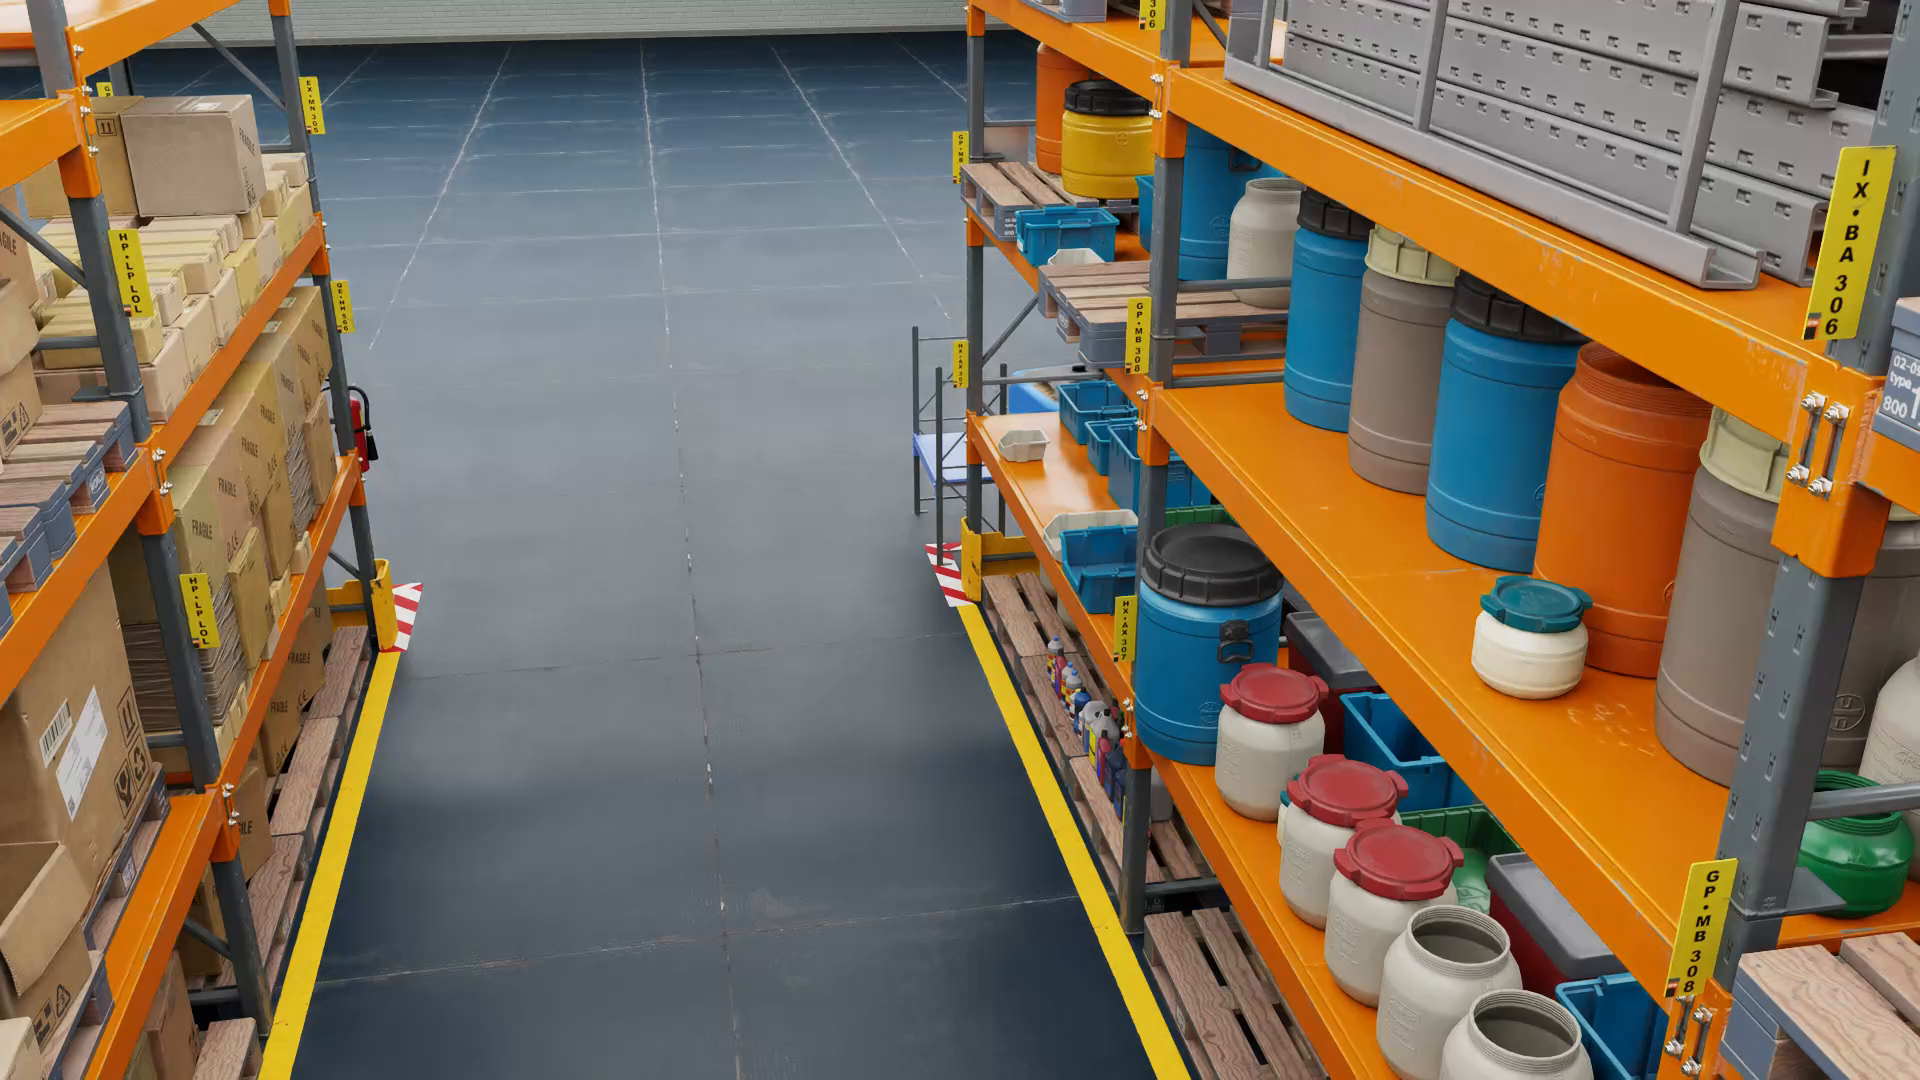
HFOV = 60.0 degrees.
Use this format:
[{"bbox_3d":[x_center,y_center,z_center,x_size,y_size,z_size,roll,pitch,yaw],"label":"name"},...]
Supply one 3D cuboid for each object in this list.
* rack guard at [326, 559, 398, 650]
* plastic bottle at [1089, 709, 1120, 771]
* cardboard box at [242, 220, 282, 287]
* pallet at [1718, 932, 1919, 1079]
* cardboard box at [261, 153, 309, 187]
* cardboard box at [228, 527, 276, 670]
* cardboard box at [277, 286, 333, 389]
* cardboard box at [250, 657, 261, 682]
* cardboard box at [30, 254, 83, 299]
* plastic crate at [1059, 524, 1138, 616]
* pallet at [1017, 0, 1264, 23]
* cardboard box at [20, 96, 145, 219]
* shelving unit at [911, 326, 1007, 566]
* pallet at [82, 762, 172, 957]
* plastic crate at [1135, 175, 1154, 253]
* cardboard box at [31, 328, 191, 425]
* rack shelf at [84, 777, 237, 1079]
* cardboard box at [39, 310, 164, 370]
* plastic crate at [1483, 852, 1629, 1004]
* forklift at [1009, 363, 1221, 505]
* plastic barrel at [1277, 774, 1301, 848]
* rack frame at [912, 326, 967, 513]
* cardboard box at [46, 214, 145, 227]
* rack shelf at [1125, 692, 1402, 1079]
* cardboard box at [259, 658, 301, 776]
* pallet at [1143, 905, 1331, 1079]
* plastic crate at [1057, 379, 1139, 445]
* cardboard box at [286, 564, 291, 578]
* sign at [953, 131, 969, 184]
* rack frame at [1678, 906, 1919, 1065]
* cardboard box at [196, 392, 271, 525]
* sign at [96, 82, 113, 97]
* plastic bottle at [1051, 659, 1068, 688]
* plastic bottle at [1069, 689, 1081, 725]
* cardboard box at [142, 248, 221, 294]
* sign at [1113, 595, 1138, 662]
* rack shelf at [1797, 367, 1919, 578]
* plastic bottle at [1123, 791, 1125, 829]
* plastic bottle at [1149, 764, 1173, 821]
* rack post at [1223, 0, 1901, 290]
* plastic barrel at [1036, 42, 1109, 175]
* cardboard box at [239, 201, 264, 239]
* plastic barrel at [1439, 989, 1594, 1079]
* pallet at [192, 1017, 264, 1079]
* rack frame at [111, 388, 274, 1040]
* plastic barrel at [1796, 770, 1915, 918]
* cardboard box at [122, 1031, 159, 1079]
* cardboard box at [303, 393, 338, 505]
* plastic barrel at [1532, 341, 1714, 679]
[{"bbox_3d":[-4.307,0.460,10.814,1.175,0.500,0.348,-4,24,-10],"label":"rack guard"},{"bbox_3d":[0.788,1.069,9.056,0.144,0.351,0.185,-4,24,-10],"label":"plastic bottle"},{"bbox_3d":[-3.801,-1.452,8.509,0.500,0.250,0.500,-4,24,-9],"label":"cardboard box"},{"bbox_3d":[2.071,1.085,2.749,1.003,0.211,1.213,-4,24,-10],"label":"pallet"},{"bbox_3d":[-3.963,-2.118,9.535,0.380,0.149,0.250,-4,24,-10],"label":"cardboard box"},{"bbox_3d":[-3.662,0.295,7.572,0.875,0.500,0.500,-4,24,-10],"label":"cardboard box"},{"bbox_3d":[-3.977,-1.158,9.649,0.500,0.500,0.500,-4,24,-10],"label":"cardboard box"},{"bbox_3d":[-3.488,0.573,7.746,0.380,0.149,0.250,-4,24,-10],"label":"cardboard box"},{"bbox_3d":[-4.069,-1.155,7.330,0.380,0.149,0.250,-3,24,-8],"label":"cardboard box"},{"bbox_3d":[0.814,0.144,8.600,0.499,0.251,0.616,-4,24,-10],"label":"plastic crate"},{"bbox_3d":[0.877,-2.791,8.375,1.003,0.211,1.213,-4,24,-10],"label":"pallet"},{"bbox_3d":[-4.312,-1.897,8.220,0.500,0.500,0.500,-4,24,-10],"label":"cardboard box"},{"bbox_3d":[-0.016,-0.721,12.269,0.538,1.500,1.048,-4,24,-10],"label":"shelving unit"},{"bbox_3d":[-3.584,1.257,6.105,1.003,0.211,1.213,-4,24,-10],"label":"pallet"},{"bbox_3d":[1.195,-1.721,8.958,0.392,0.384,0.575,-4,24,-10],"label":"plastic crate"},{"bbox_3d":[-3.413,-0.644,6.658,0.500,0.250,0.500,-5,24,-12],"label":"cardboard box"},{"bbox_3d":[-3.212,1.974,5.123,1.077,0.370,4.000,-4,24,-10],"label":"rack shelf"},{"bbox_3d":[-3.339,-0.781,6.475,0.380,0.149,0.250,-5,24,-11],"label":"cardboard box"},{"bbox_3d":[2.027,1.377,5.511,0.402,0.464,0.583,-4,24,-10],"label":"plastic crate"},{"bbox_3d":[1.934,-1.677,12.670,3.031,2.935,1.130,-8,25,-18],"label":"forklift"},{"bbox_3d":[1.380,1.087,6.429,0.301,0.262,0.301,0,24,0],"label":"plastic barrel"},{"bbox_3d":[-0.110,-0.921,12.727,0.500,1.500,0.032,-4,24,-10],"label":"rack frame"},{"bbox_3d":[-4.291,-1.564,8.268,0.380,0.149,0.250,-5,24,-12],"label":"cardboard box"},{"bbox_3d":[1.656,1.608,5.962,1.077,0.370,4.000,-4,24,-10],"label":"rack shelf"},{"bbox_3d":[-3.981,0.965,9.134,0.500,0.500,0.500,-2,24,-5],"label":"cardboard box"},{"bbox_3d":[1.469,2.075,7.477,1.003,0.211,1.213,-4,24,-10],"label":"pallet"},{"bbox_3d":[0.933,-0.839,10.851,0.499,0.251,0.616,-4,24,-10],"label":"plastic crate"},{"bbox_3d":[-3.707,0.182,8.641,0.380,0.149,0.250,-4,24,-10],"label":"cardboard box"},{"bbox_3d":[0.005,-2.421,10.530,0.100,0.325,0.005,-4,24,-10],"label":"sign"},{"bbox_3d":[2.025,2.065,4.017,1.000,3.000,0.127,-4,24,-10],"label":"rack frame"},{"bbox_3d":[-3.601,-0.371,7.849,0.500,0.500,0.500,-4,24,-10],"label":"cardboard box"},{"bbox_3d":[-4.855,-2.450,9.515,0.100,0.325,0.005,-4,24,-10],"label":"sign"},{"bbox_3d":[0.594,0.776,9.915,0.097,0.201,0.097,0,24,0],"label":"plastic bottle"},{"bbox_3d":[0.675,0.948,9.520,0.097,0.201,0.097,0,24,0],"label":"plastic bottle"},{"bbox_3d":[-3.536,-1.194,7.419,0.380,0.149,0.250,-5,24,-11],"label":"cardboard box"},{"bbox_3d":[0.743,0.401,7.481,0.100,0.325,0.005,-4,24,-10],"label":"sign"},{"bbox_3d":[2.395,0.615,1.239,1.077,0.370,4.000,-4,24,-10],"label":"rack shelf"},{"bbox_3d":[0.873,1.370,8.452,0.061,0.283,0.133,-3,24,-7],"label":"plastic bottle"},{"bbox_3d":[1.025,1.261,8.617,0.144,0.351,0.185,-4,24,-10],"label":"plastic bottle"},{"bbox_3d":[1.734,-1.581,4.620,1.013,1.000,3.121,-4,24,-10],"label":"rack post"},{"bbox_3d":[0.761,-2.664,10.035,0.600,0.830,0.708,-4,24,-10],"label":"plastic barrel"},{"bbox_3d":[-3.730,-1.605,8.362,0.380,0.149,0.250,-6,24,-12],"label":"cardboard box"},{"bbox_3d":[1.625,1.625,4.885,0.421,0.512,0.421,0,24,0],"label":"plastic barrel"},{"bbox_3d":[-3.436,2.442,6.637,1.003,0.211,1.213,-4,24,-10],"label":"pallet"},{"bbox_3d":[-3.582,0.858,6.780,1.000,3.000,0.127,-4,24,-10],"label":"rack frame"},{"bbox_3d":[1.929,0.668,3.661,0.294,0.245,0.294,0,24,0],"label":"plastic barrel"},{"bbox_3d":[-3.420,2.234,6.203,0.700,0.500,0.500,-4,24,-10],"label":"cardboard box"},{"bbox_3d":[-4.036,-0.491,9.373,0.875,0.500,0.500,-4,24,-10],"label":"cardboard box"},{"bbox_3d":[1.966,-0.103,4.696,0.600,0.830,0.708,-4,24,-10],"label":"plastic barrel"}]
